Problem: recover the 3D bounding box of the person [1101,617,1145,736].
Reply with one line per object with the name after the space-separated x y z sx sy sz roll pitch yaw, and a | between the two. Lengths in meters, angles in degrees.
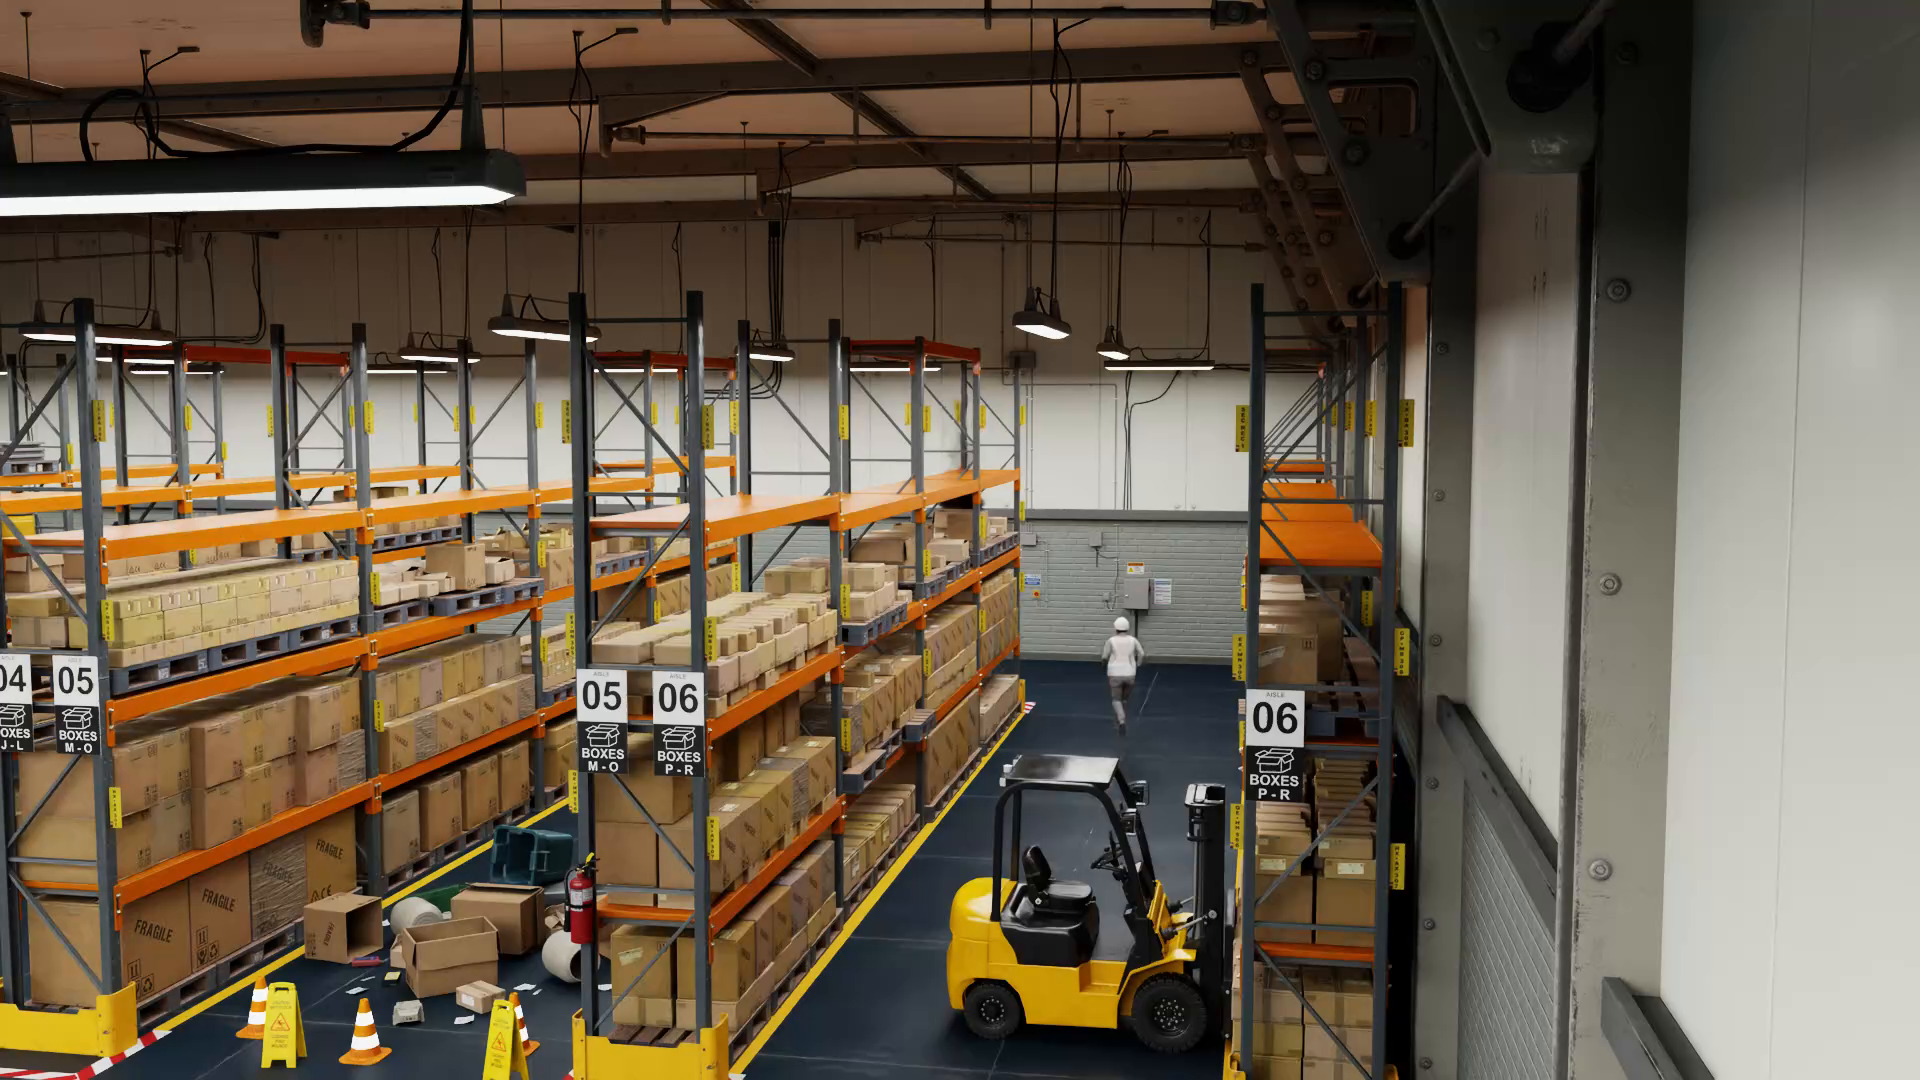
2.424 2.028 24.774 0.647 1.754 0.755 -1 5 -9 | person
